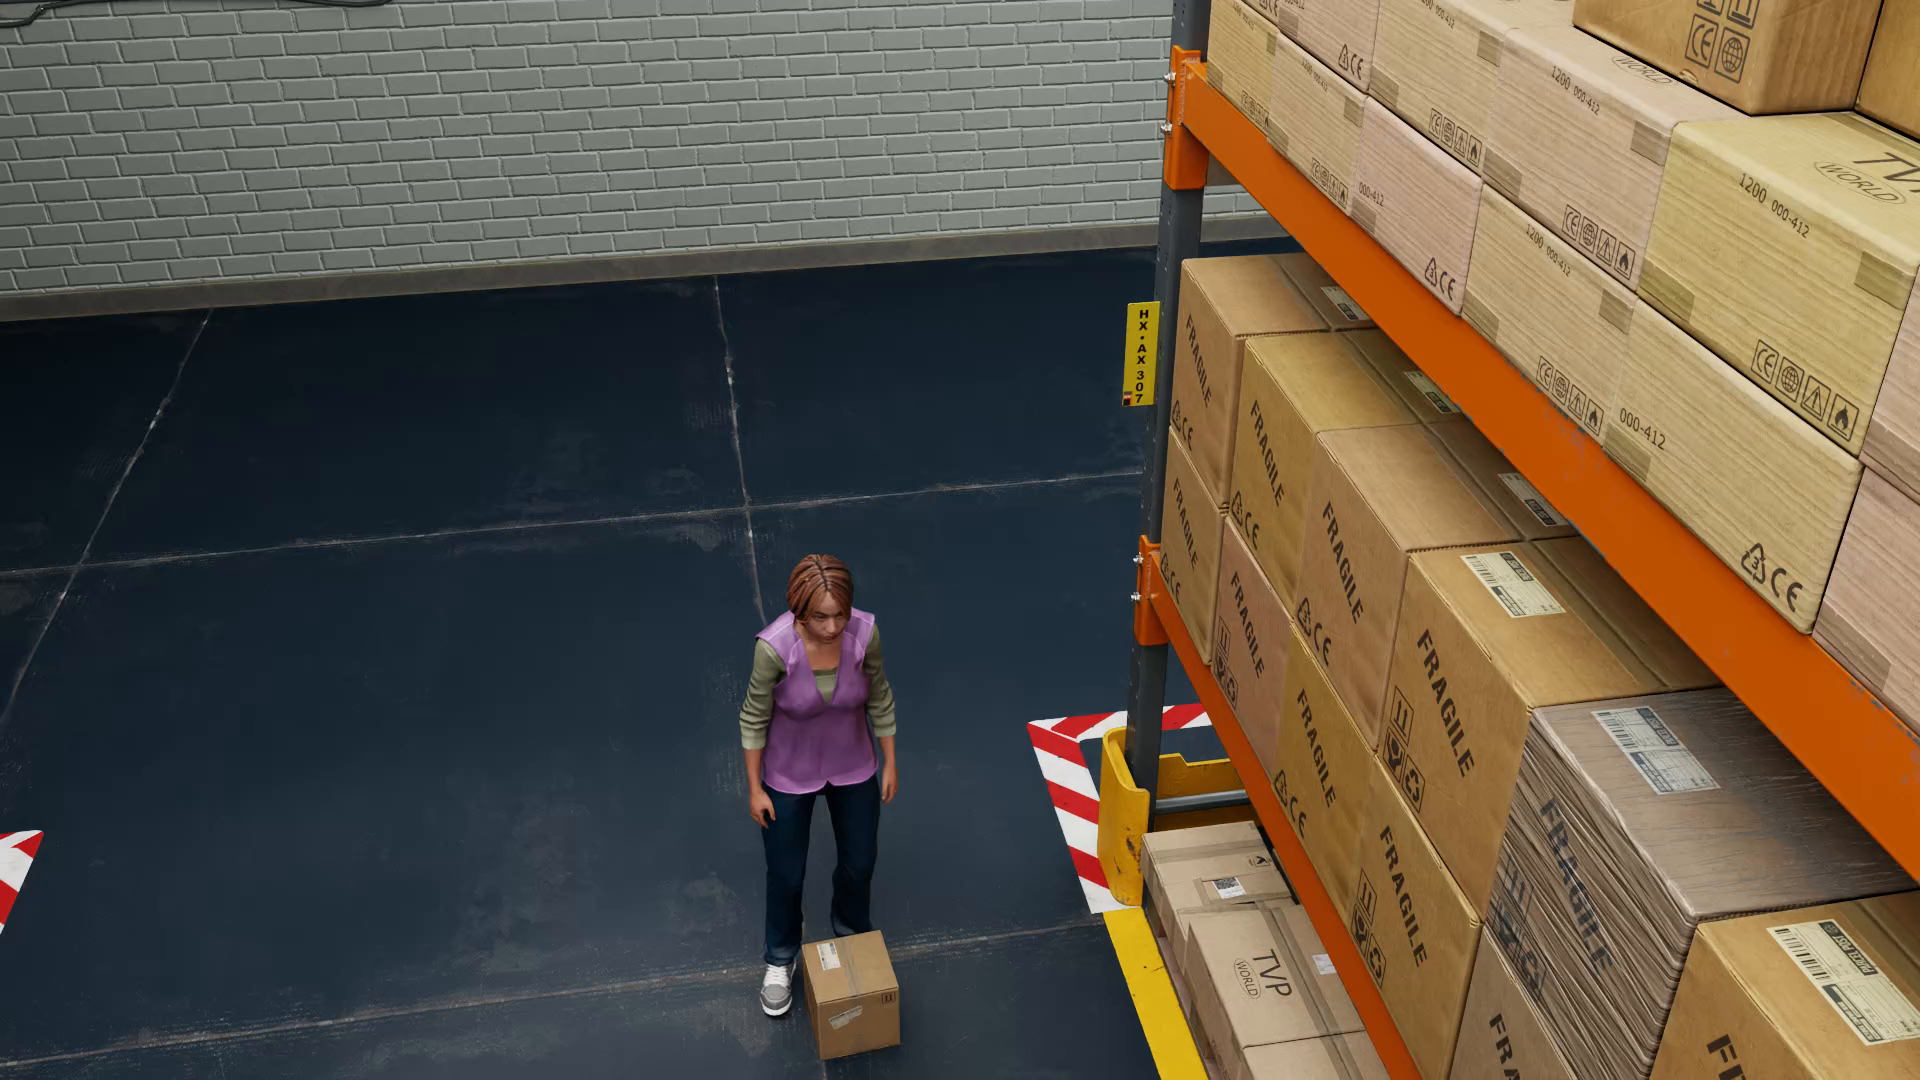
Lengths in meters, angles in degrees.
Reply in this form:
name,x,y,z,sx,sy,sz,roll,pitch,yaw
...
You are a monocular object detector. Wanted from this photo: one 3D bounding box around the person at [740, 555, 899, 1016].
name,x,y,z,sx,sy,sz,roll,pitch,yaw
person,-0.419,0.710,4.966,0.486,1.594,0.341,-9,32,-15
